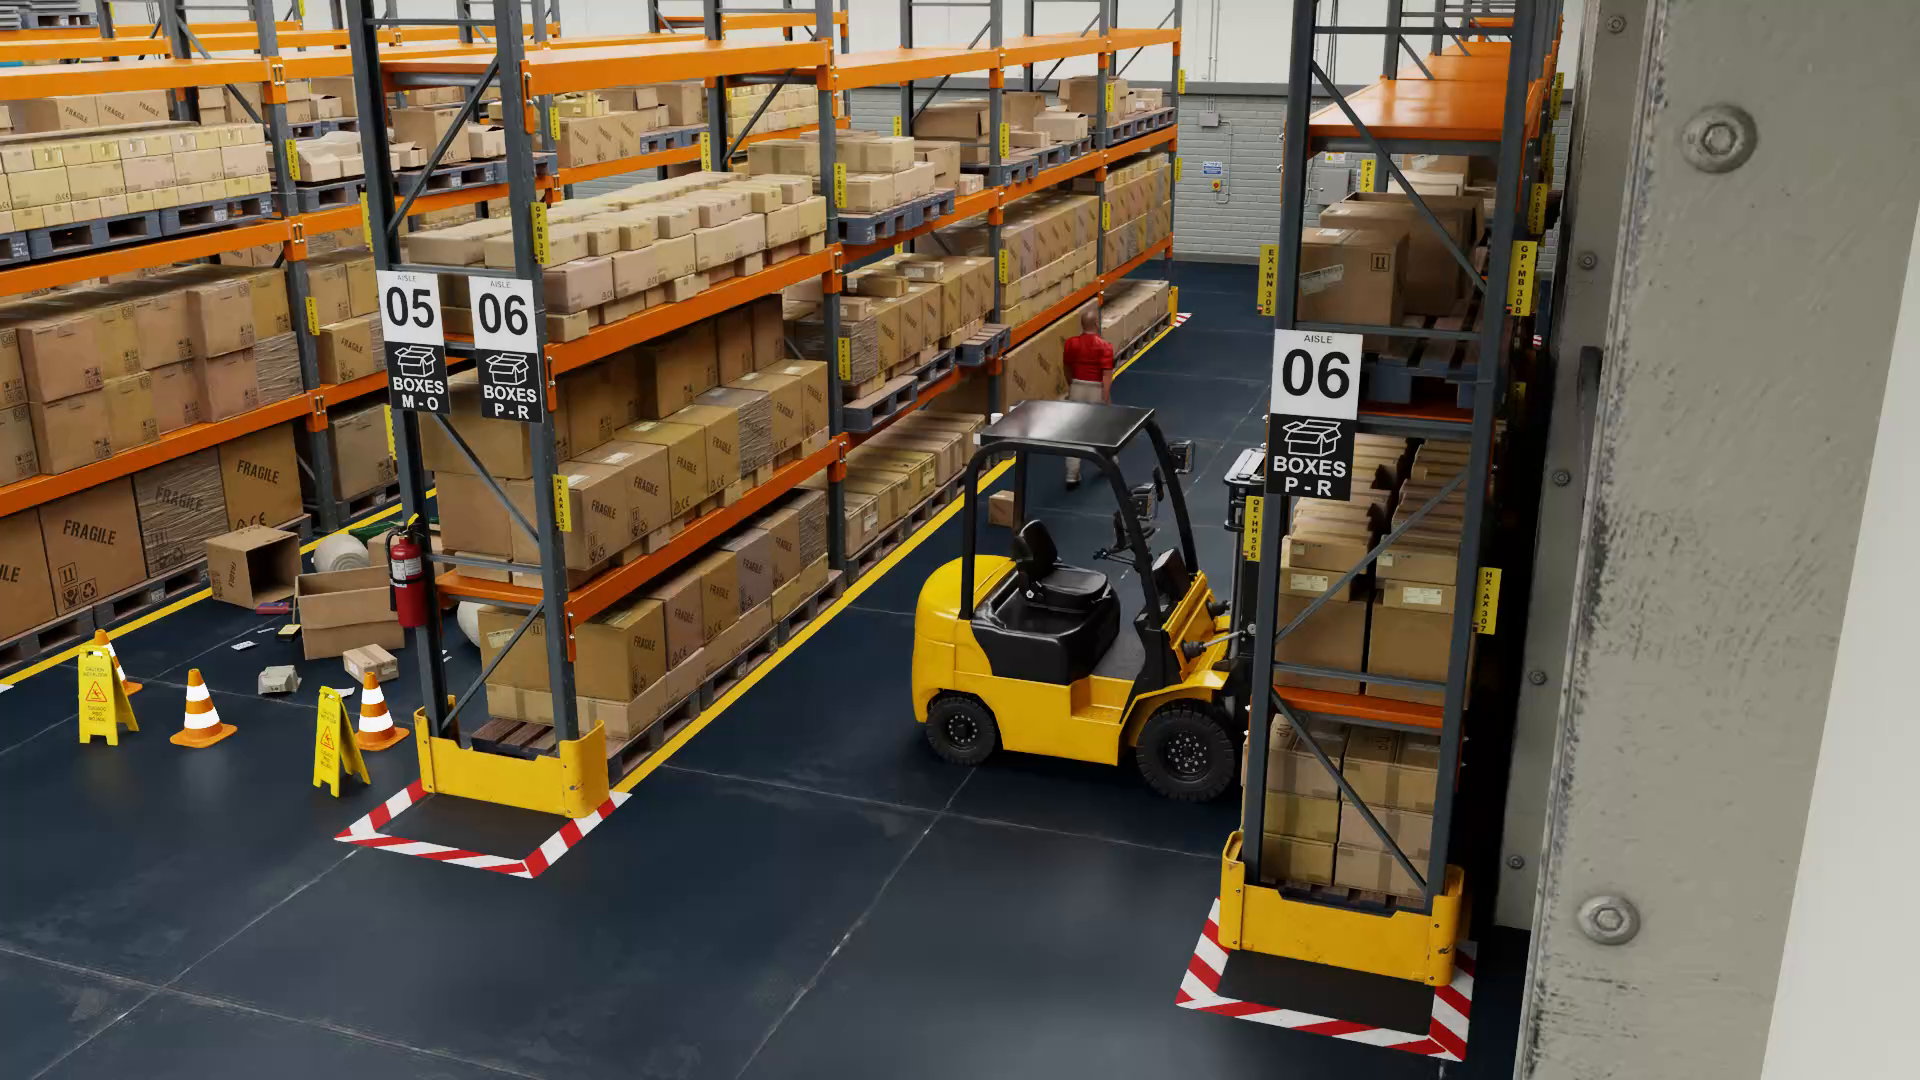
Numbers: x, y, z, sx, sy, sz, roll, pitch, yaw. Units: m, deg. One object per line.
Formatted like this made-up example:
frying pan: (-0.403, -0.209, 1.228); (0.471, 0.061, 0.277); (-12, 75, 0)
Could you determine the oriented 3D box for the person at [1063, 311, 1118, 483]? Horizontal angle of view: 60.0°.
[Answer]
person: (1.284, -1.456, 16.401); (0.540, 1.659, 1.041); (6, 19, 18)
